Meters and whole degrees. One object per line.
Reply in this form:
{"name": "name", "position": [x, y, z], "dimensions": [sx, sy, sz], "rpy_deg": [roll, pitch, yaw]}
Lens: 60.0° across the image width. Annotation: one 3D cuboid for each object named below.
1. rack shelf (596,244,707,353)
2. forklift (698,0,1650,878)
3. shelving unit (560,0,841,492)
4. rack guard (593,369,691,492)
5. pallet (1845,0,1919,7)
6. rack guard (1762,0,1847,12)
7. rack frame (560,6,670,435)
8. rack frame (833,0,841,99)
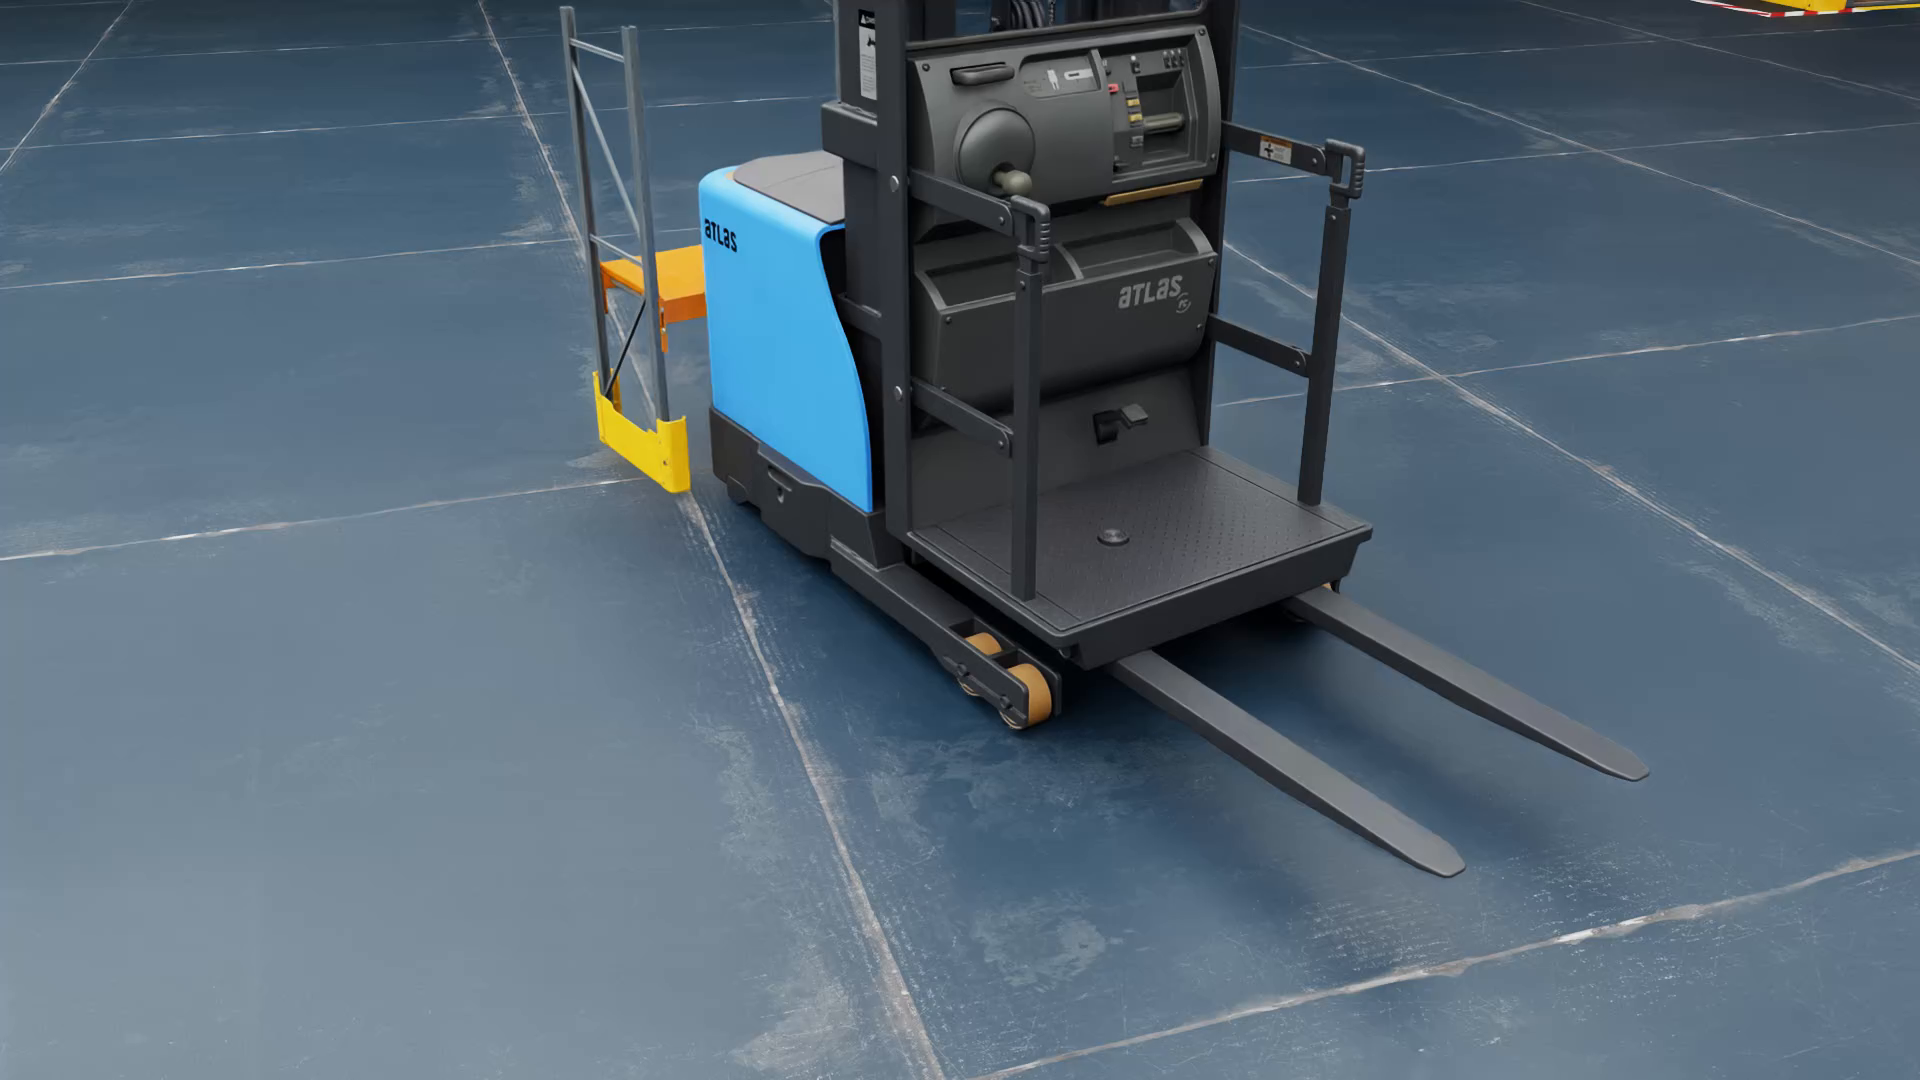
{"name": "rack shelf", "position": [-0.704, -0.909, 5.798], "dimensions": [1.000, 0.185, 0.538], "rpy_deg": [-18, 31, -31]}
{"name": "forklift", "position": [0.417, -1.070, 4.109], "dimensions": [1.130, 2.935, 3.031], "rpy_deg": [-17, 31, -30]}
{"name": "shelving unit", "position": [-0.696, -1.073, 5.723], "dimensions": [1.083, 1.500, 0.587], "rpy_deg": [-18, 31, -31]}
{"name": "rack guard", "position": [-1.102, -0.384, 5.742], "dimensions": [0.087, 0.250, 0.587], "rpy_deg": [-18, 31, -31]}
{"name": "pallet", "position": [8.224, -5.119, 15.323], "dimensions": [1.213, 0.211, 1.003], "rpy_deg": [-8, 28, -16]}
{"name": "rack guard", "position": [7.487, -5.122, 15.004], "dimensions": [0.348, 0.500, 1.175], "rpy_deg": [-8, 28, -16]}
{"name": "rack frame", "position": [-1.118, -0.940, 5.455], "dimensions": [0.032, 1.500, 0.500], "rpy_deg": [-18, 31, -31]}
{"name": "rack frame", "position": [-0.289, -1.202, 5.982], "dimensions": [0.032, 1.500, 0.500], "rpy_deg": [-18, 31, -31]}
